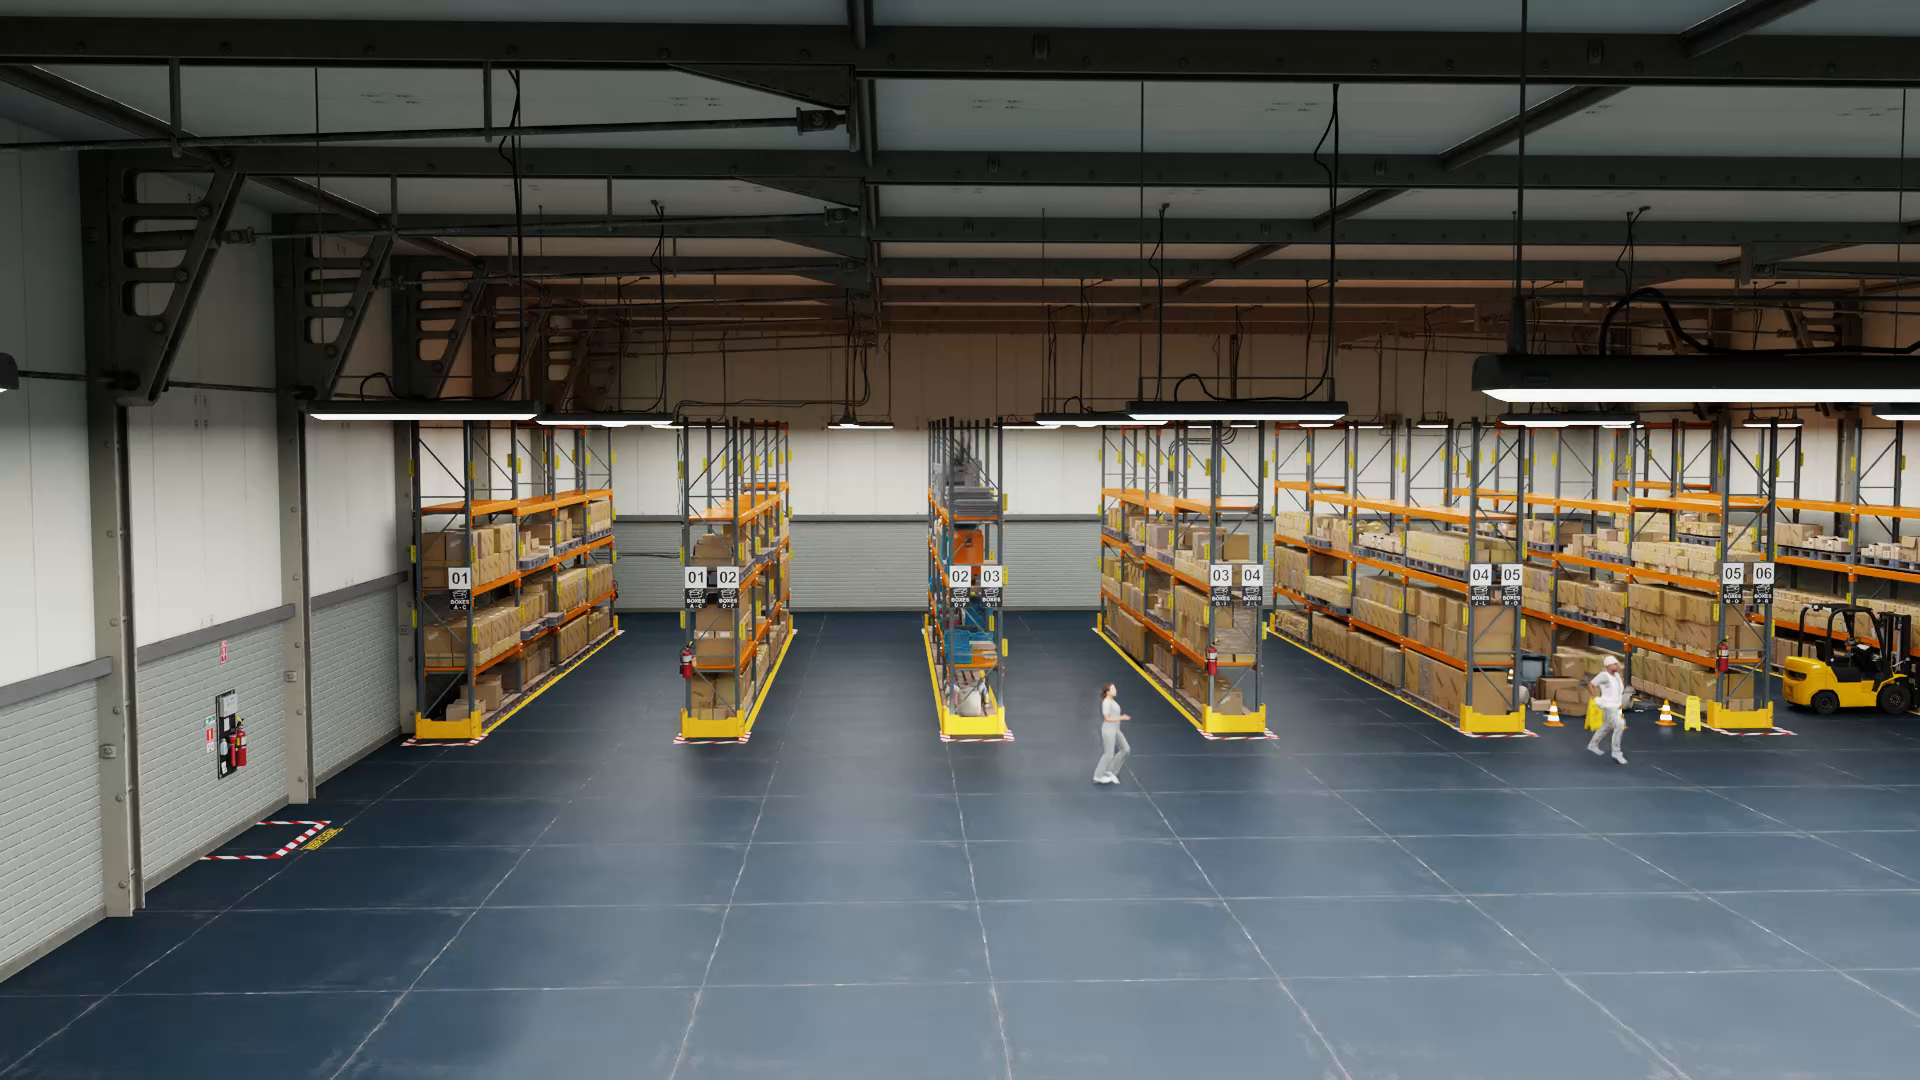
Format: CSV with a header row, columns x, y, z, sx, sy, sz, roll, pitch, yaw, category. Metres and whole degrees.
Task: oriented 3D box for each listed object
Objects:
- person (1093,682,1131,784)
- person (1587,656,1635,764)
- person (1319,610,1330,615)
x,y,z,sx,sy,sz,roll,pitch,yaw,category
2.477,3.137,26.922,0.642,1.677,0.546,2,4,24,person
11.307,2.939,28.934,0.803,1.847,0.669,3,5,41,person
10.639,1.719,48.432,0.739,1.694,0.585,-3,5,-36,person
